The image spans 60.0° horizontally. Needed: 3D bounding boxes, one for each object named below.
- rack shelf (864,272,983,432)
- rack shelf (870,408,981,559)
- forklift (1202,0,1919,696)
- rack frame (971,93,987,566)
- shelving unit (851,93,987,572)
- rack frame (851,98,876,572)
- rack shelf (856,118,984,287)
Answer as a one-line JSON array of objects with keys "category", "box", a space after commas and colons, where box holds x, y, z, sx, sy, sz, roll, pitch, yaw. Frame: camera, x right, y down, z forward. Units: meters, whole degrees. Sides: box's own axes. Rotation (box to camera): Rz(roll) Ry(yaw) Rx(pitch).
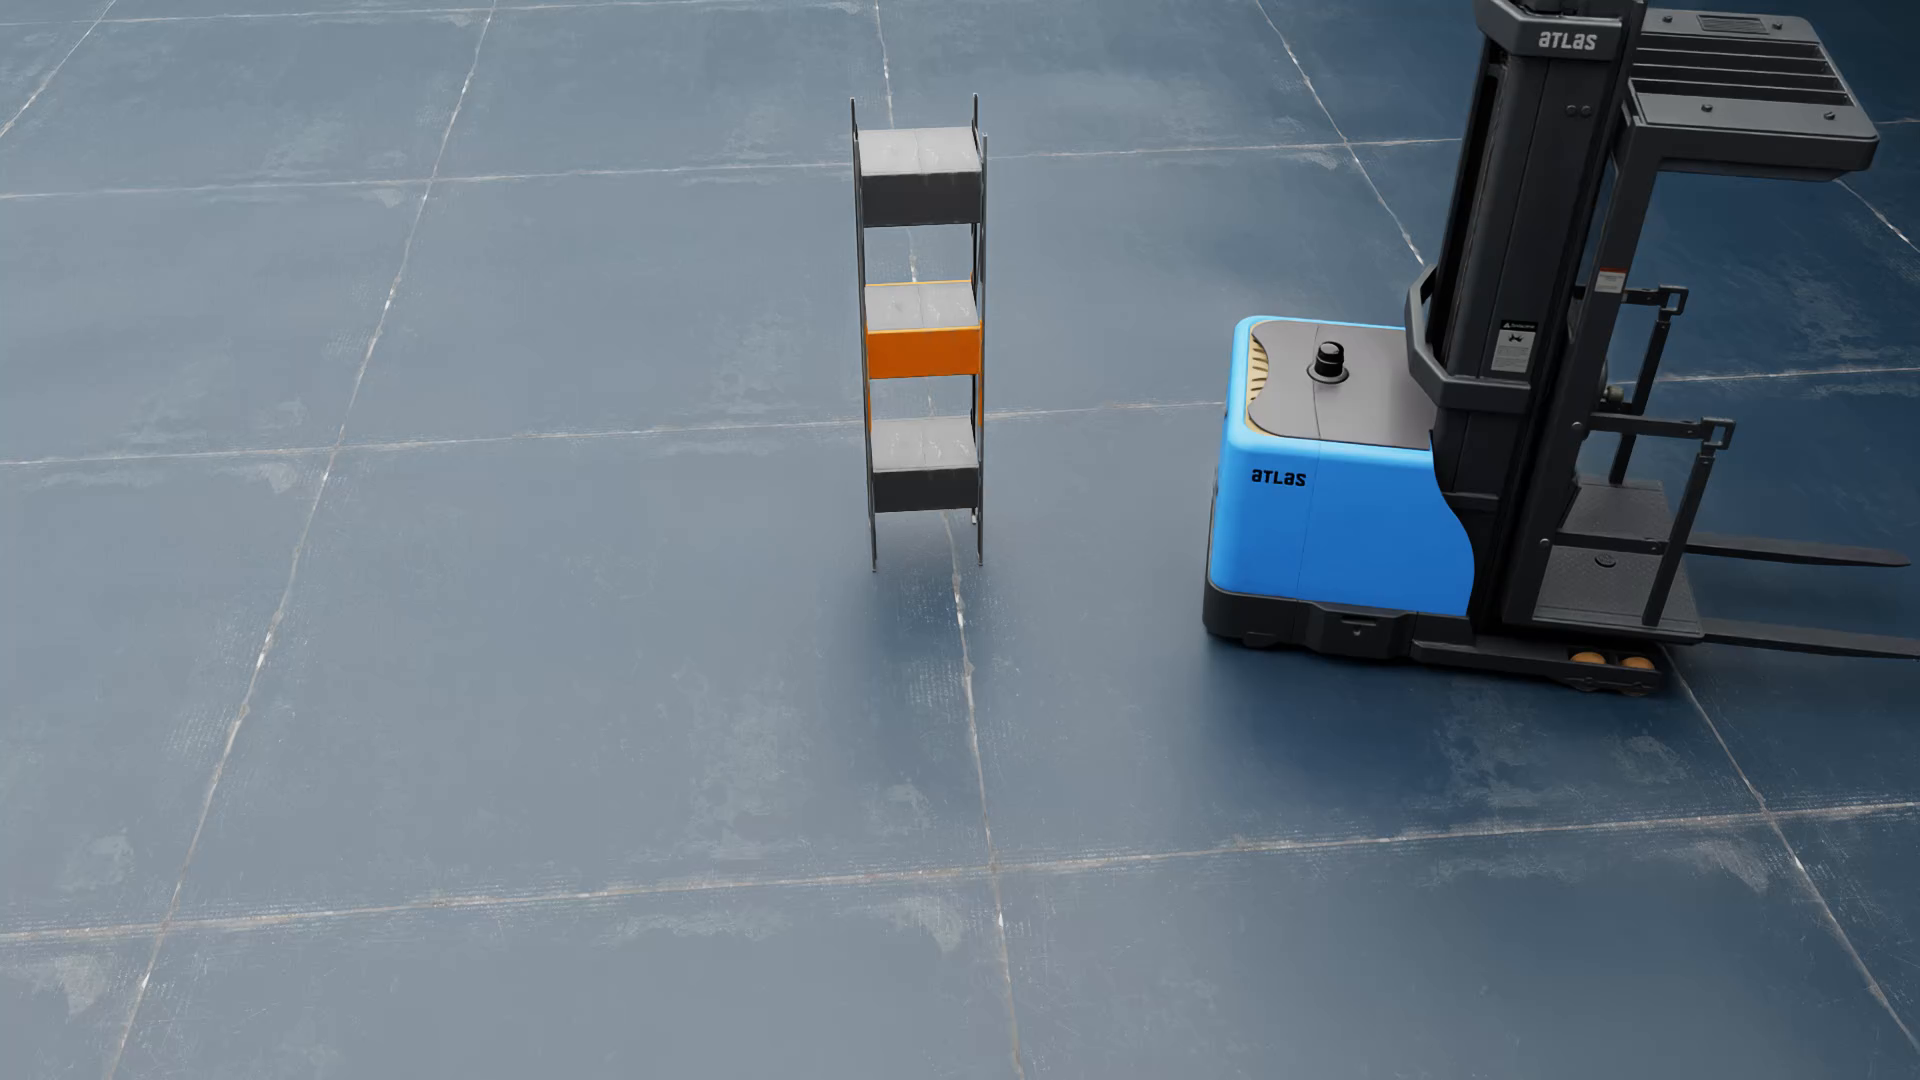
[{"category": "rack shelf", "box": [-0.165, -0.805, 7.097, 0.480, 0.518, 0.431, -3, 38, -4]}, {"category": "rack shelf", "box": [-0.165, -0.255, 7.530, 0.480, 0.518, 0.431, -3, 38, -4]}, {"category": "forklift", "box": [2.613, -0.857, 6.470, 3.031, 2.935, 1.130, 6, 39, 7]}, {"category": "rack frame", "box": [0.078, -0.829, 7.105, 0.015, 2.100, 0.400, -3, 38, -4]}, {"category": "shelving unit", "box": [-0.165, -0.815, 7.088, 0.503, 2.100, 0.431, -3, 38, -4]}, {"category": "rack frame", "box": [-0.408, -0.802, 7.071, 0.015, 2.100, 0.400, -3, 38, -4]}, {"category": "rack shelf", "box": [-0.165, -1.354, 6.663, 0.480, 0.518, 0.431, -3, 38, -4]}]
